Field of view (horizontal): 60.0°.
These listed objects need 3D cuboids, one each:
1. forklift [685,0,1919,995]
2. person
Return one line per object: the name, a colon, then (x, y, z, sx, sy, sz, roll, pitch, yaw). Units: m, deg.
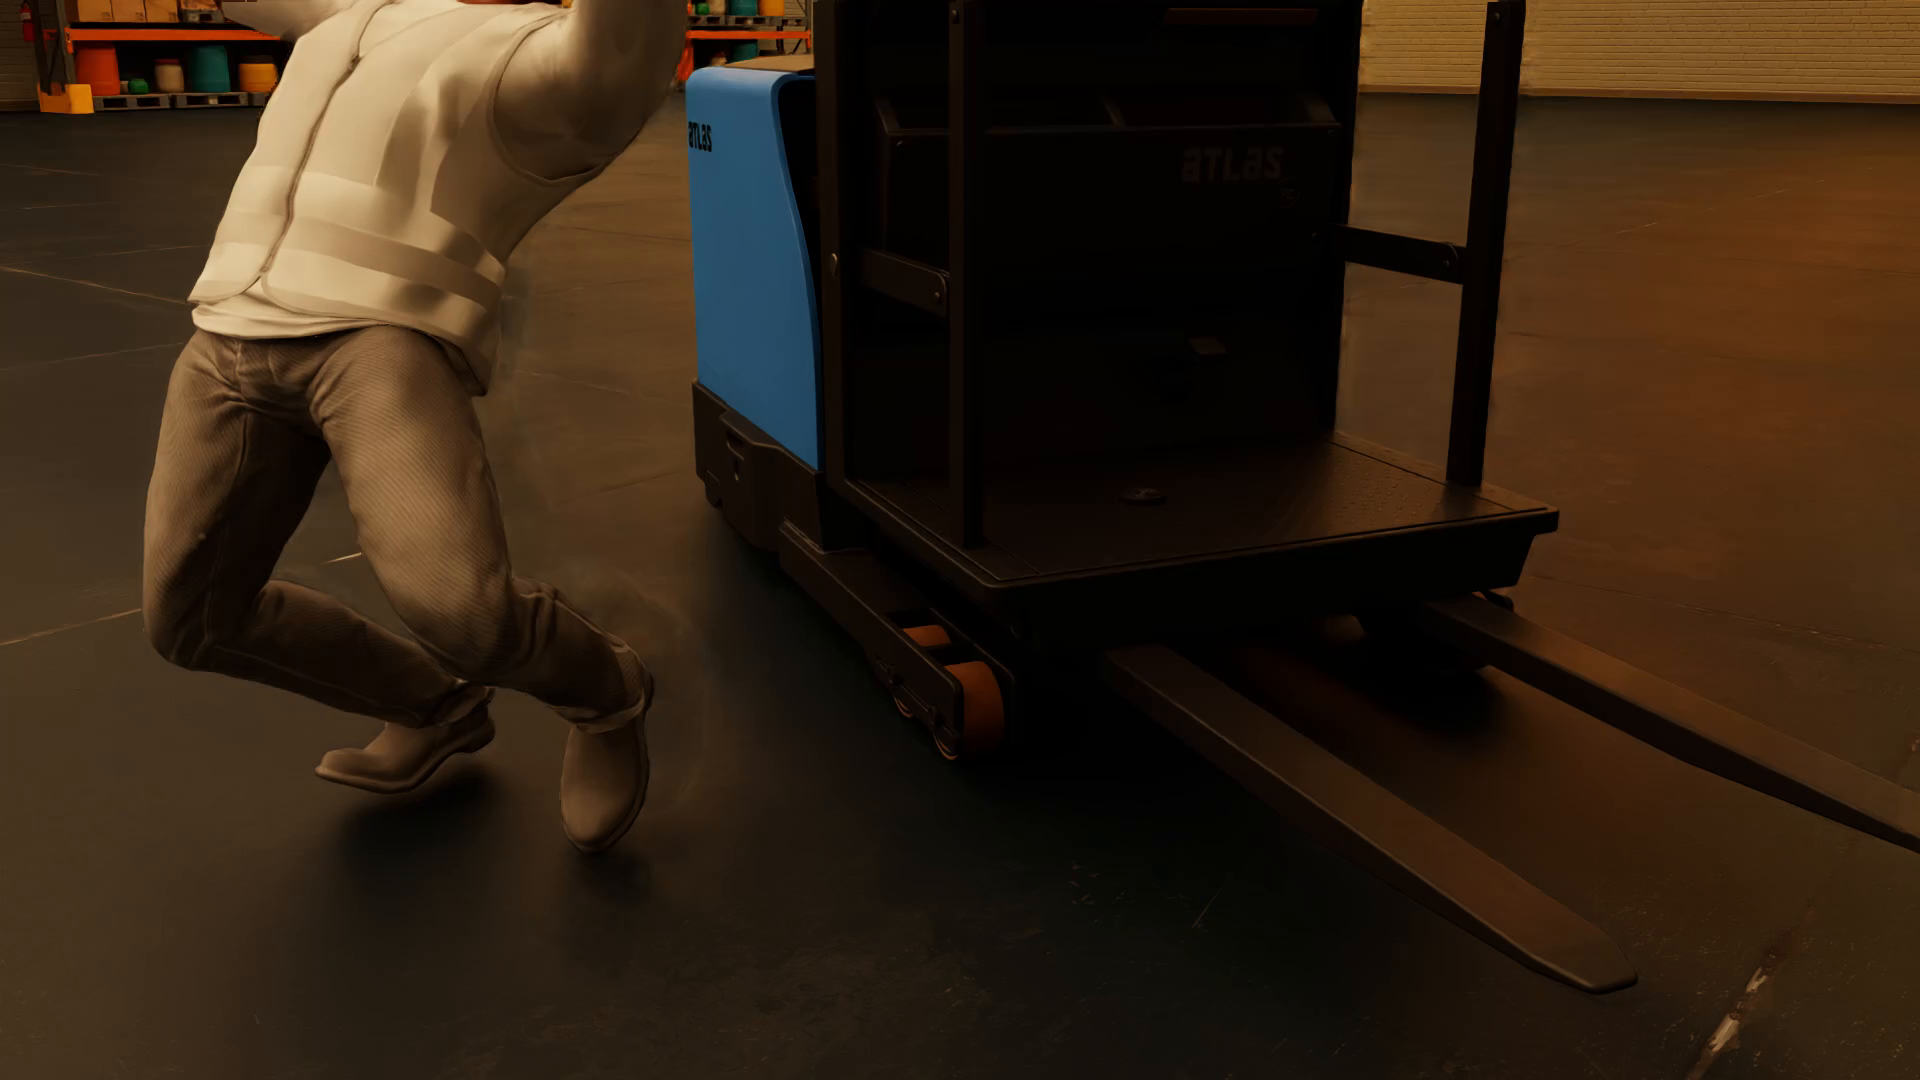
forklift: (0.362, -1.177, 2.774, 1.130, 2.935, 3.031, -7, 18, -22)
person: (-0.791, -0.382, 2.357, 1.035, 1.644, 0.743, 8, 19, 25)
